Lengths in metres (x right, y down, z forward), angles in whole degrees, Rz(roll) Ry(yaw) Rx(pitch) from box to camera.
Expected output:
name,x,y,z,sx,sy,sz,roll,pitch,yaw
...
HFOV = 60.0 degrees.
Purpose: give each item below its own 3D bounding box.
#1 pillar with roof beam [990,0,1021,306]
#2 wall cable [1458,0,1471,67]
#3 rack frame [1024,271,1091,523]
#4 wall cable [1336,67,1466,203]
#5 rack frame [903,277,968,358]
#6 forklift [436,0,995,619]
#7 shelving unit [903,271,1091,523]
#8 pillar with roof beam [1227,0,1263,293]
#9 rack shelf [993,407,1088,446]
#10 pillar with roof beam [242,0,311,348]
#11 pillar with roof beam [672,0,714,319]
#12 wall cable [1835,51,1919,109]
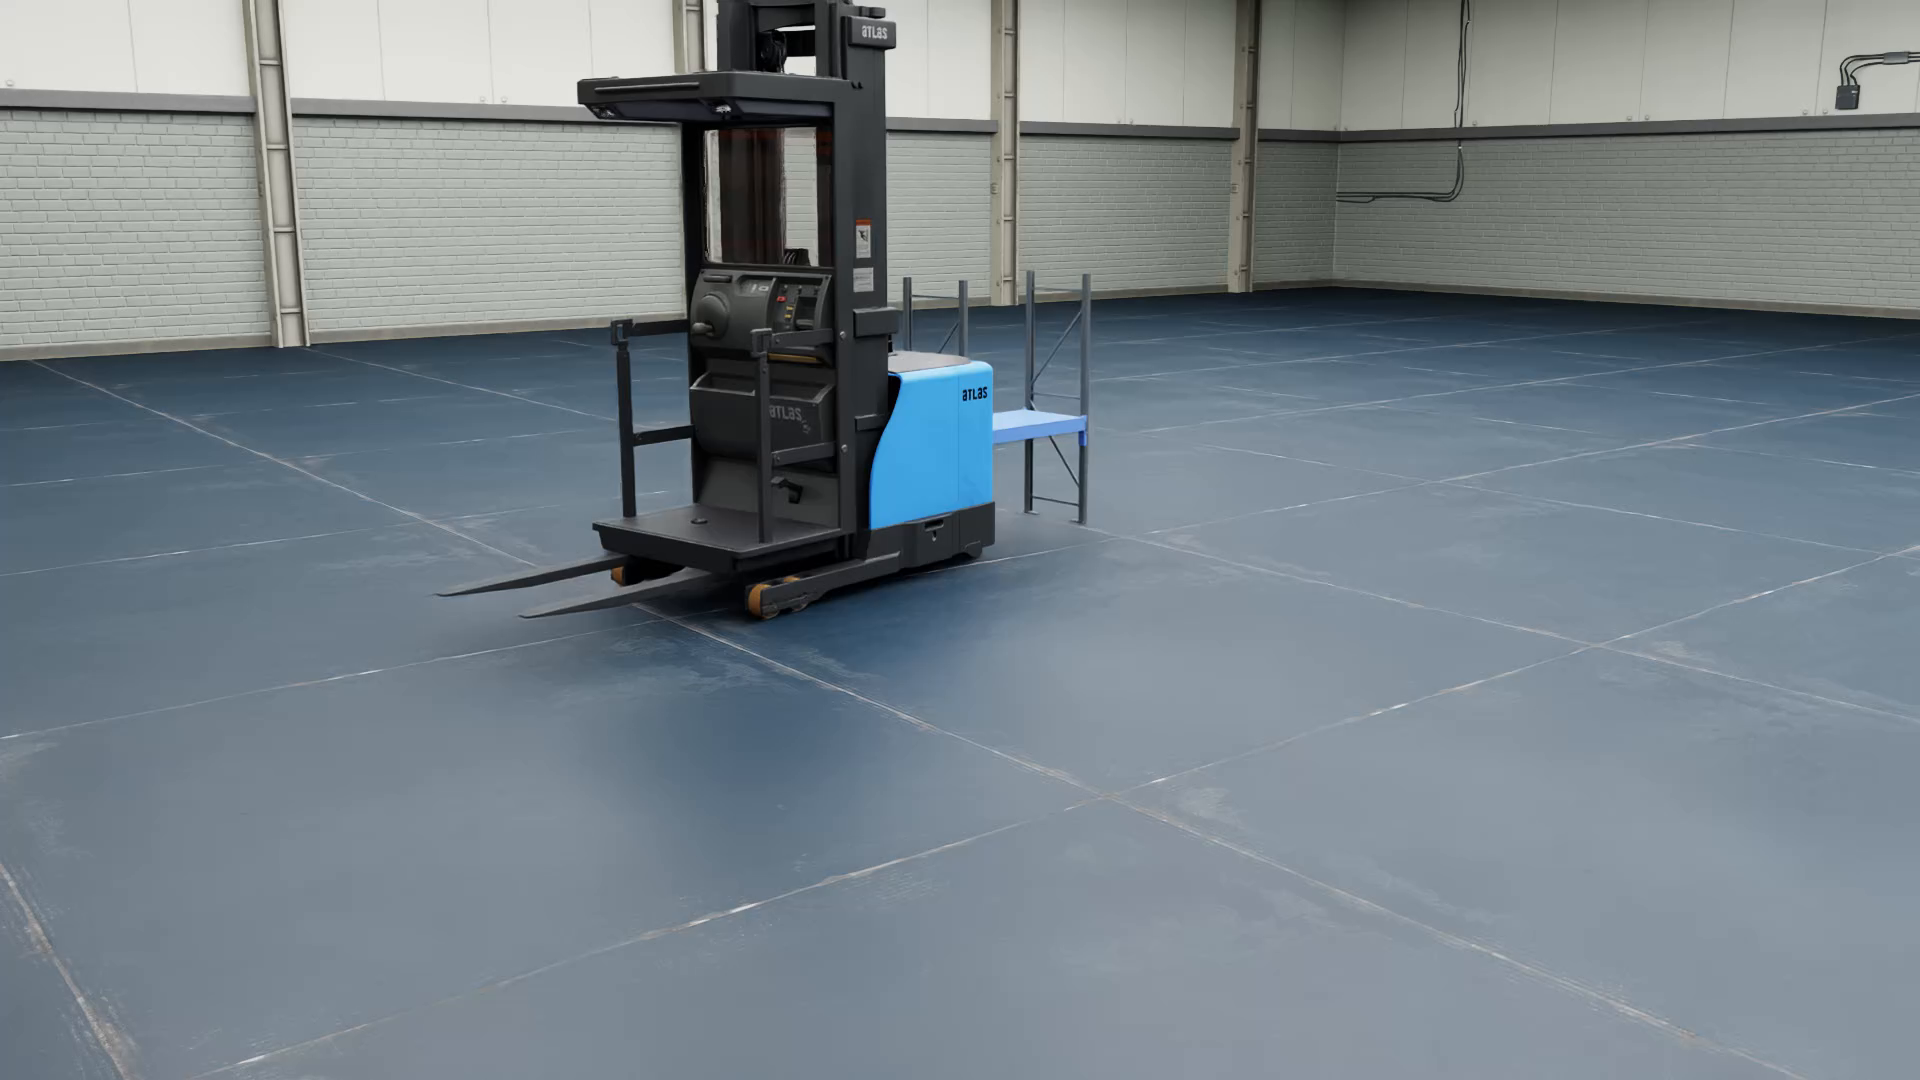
name,x,y,z,sx,sy,sz,roll,pitch,yaw
pillar with roof beam,3.451,-7.760,24.508,0.400,9.000,9.100,-9,15,-38
wall cable,10.263,-9.917,29.985,0.112,2.526,3.097,-9,15,-38
rack frame,0.589,-0.875,10.138,0.032,1.500,0.500,-11,16,-43
wall cable,8.573,-7.886,32.576,0.112,2.526,3.097,-9,15,-38
rack frame,-0.141,-0.728,9.446,0.032,1.500,0.500,-11,16,-43
forklift,-1.129,-1.177,8.116,1.130,2.935,3.031,10,15,38
shelving unit,0.224,-0.801,9.792,1.048,1.500,0.538,-11,16,-43
pillar with roof beam,8.136,-8.538,28.175,0.400,9.000,9.100,-9,15,-38
rack shelf,0.224,-0.625,9.829,1.000,0.185,0.538,-11,16,-43
pillar with roof beam,-5.920,-6.203,17.175,0.400,9.000,9.100,-9,15,-38
pillar with roof beam,-1.235,-6.981,20.842,0.400,9.000,9.100,-9,15,-38
wall cable,14.491,-9.526,24.639,0.169,6.003,2.305,-9,15,-38
